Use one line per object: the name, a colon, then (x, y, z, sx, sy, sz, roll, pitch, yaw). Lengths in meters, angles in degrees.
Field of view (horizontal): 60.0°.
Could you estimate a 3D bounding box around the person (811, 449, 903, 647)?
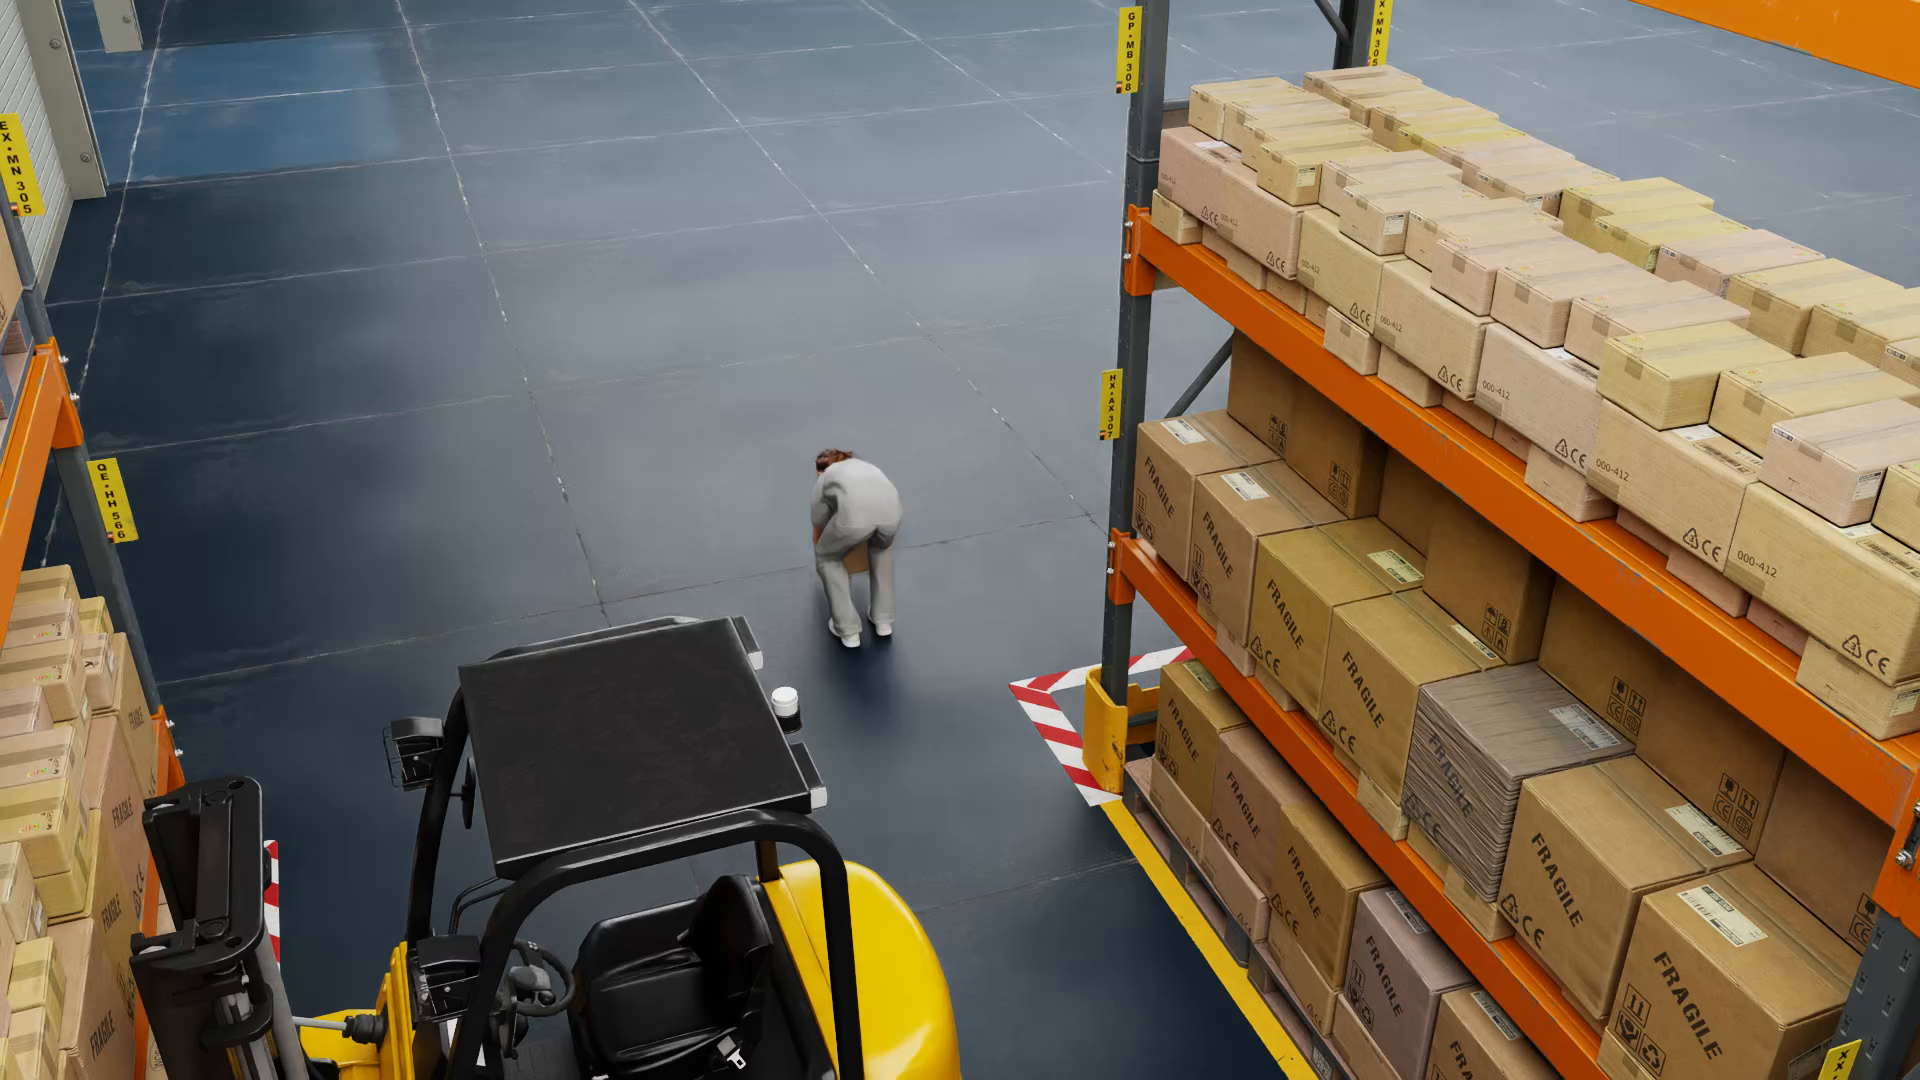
person: (-0.596, 0.013, 9.055, 0.446, 0.939, 0.863, -12, 32, -20)
